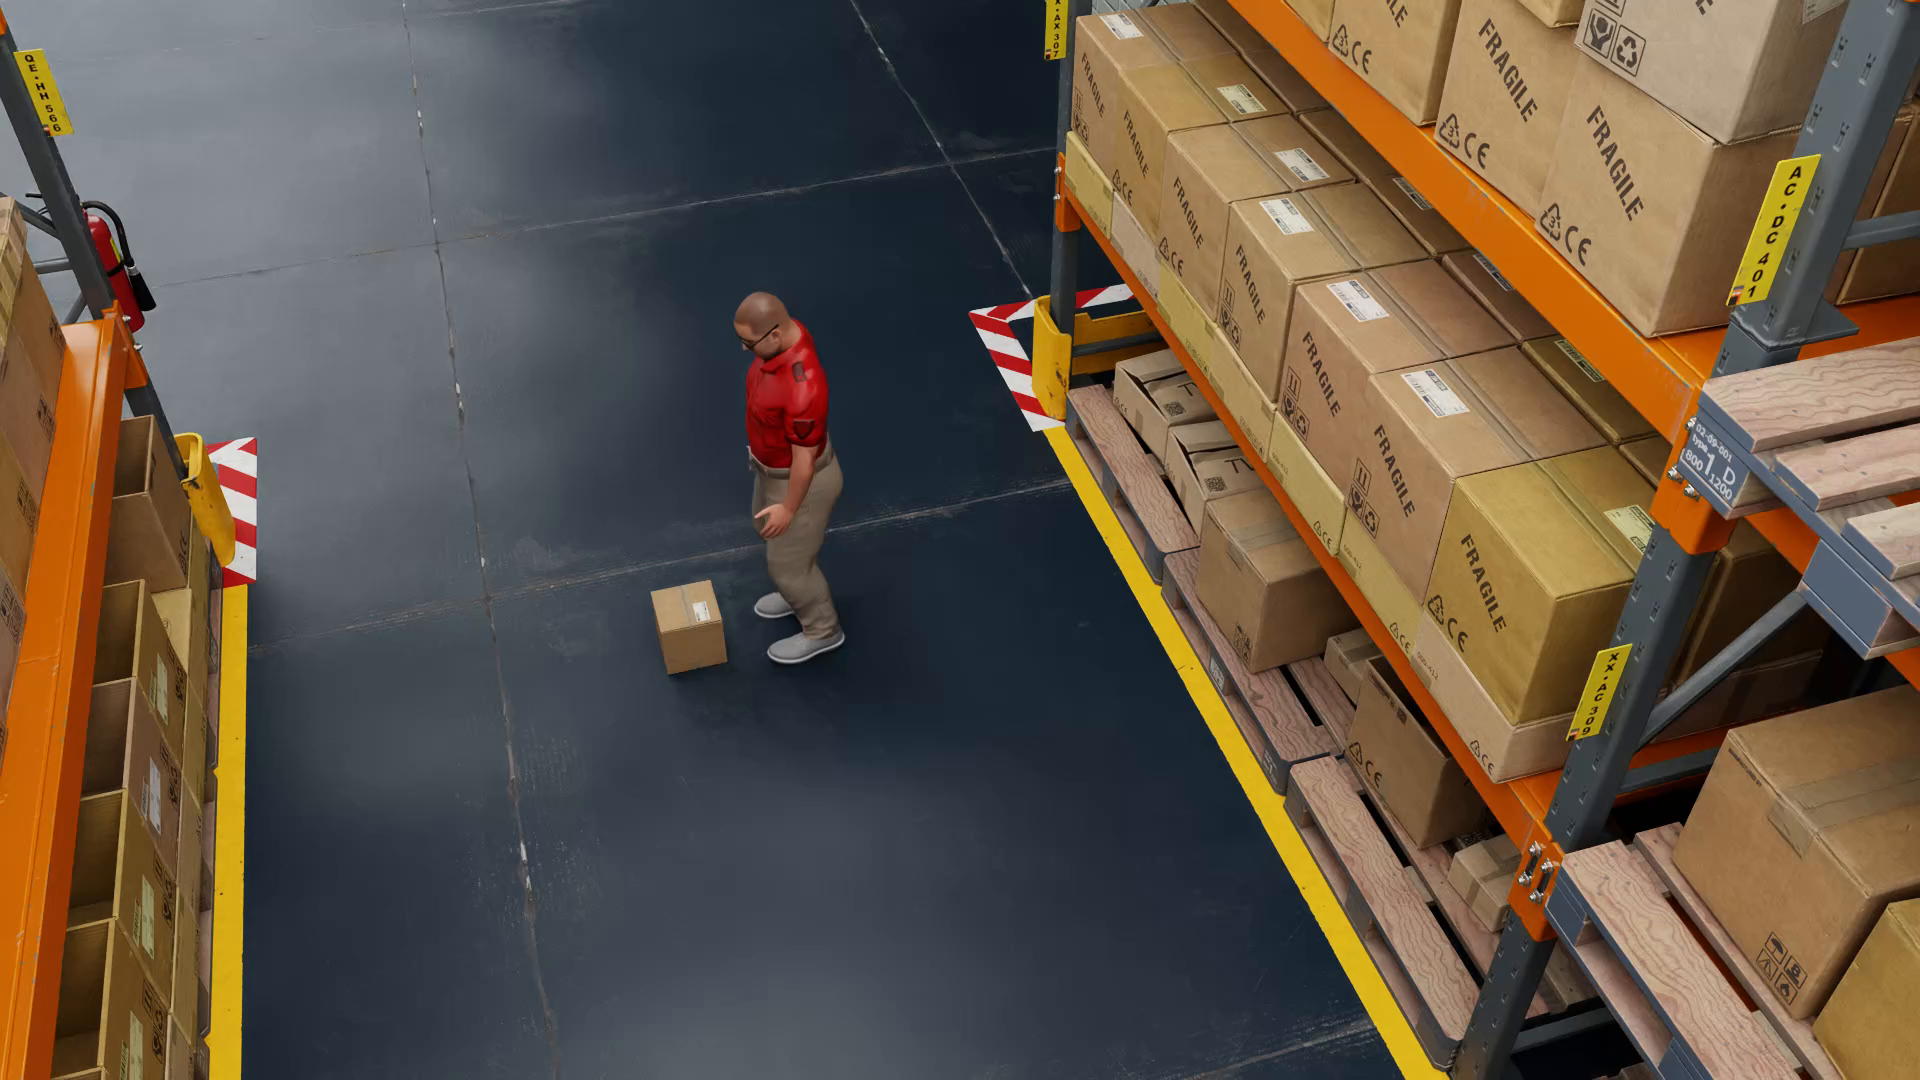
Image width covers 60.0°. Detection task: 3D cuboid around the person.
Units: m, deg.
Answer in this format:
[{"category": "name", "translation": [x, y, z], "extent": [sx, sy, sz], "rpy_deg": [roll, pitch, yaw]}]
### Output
[{"category": "person", "translation": [-0.651, -0.244, 6.471], "extent": [0.377, 1.705, 0.544], "rpy_deg": [-11, 43, -12]}]
